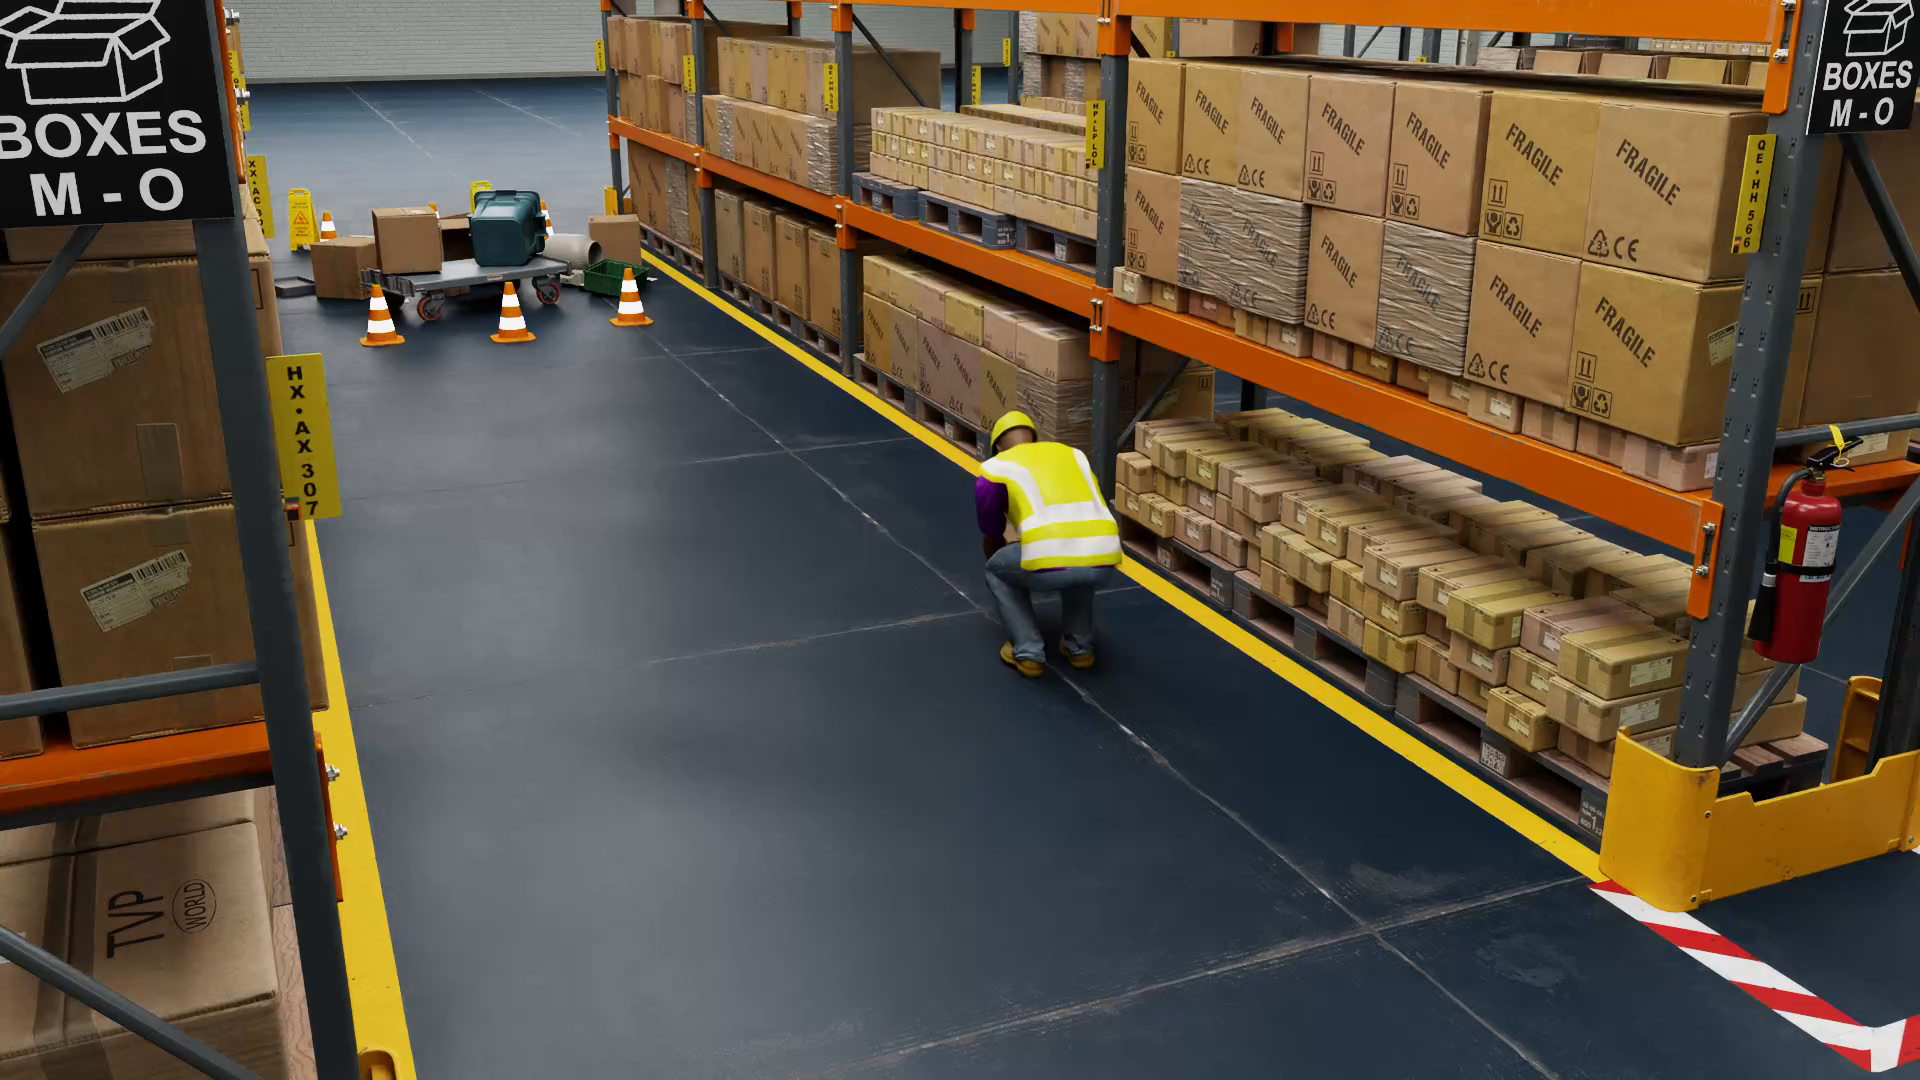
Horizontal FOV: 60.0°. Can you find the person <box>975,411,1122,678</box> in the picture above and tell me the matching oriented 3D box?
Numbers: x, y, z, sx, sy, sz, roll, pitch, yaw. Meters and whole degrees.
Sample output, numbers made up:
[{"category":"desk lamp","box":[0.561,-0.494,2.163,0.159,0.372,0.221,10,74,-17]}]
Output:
[{"category":"person","box":[0.344,0.017,7.163,0.535,1.011,0.916,-5,19,-15]}]
